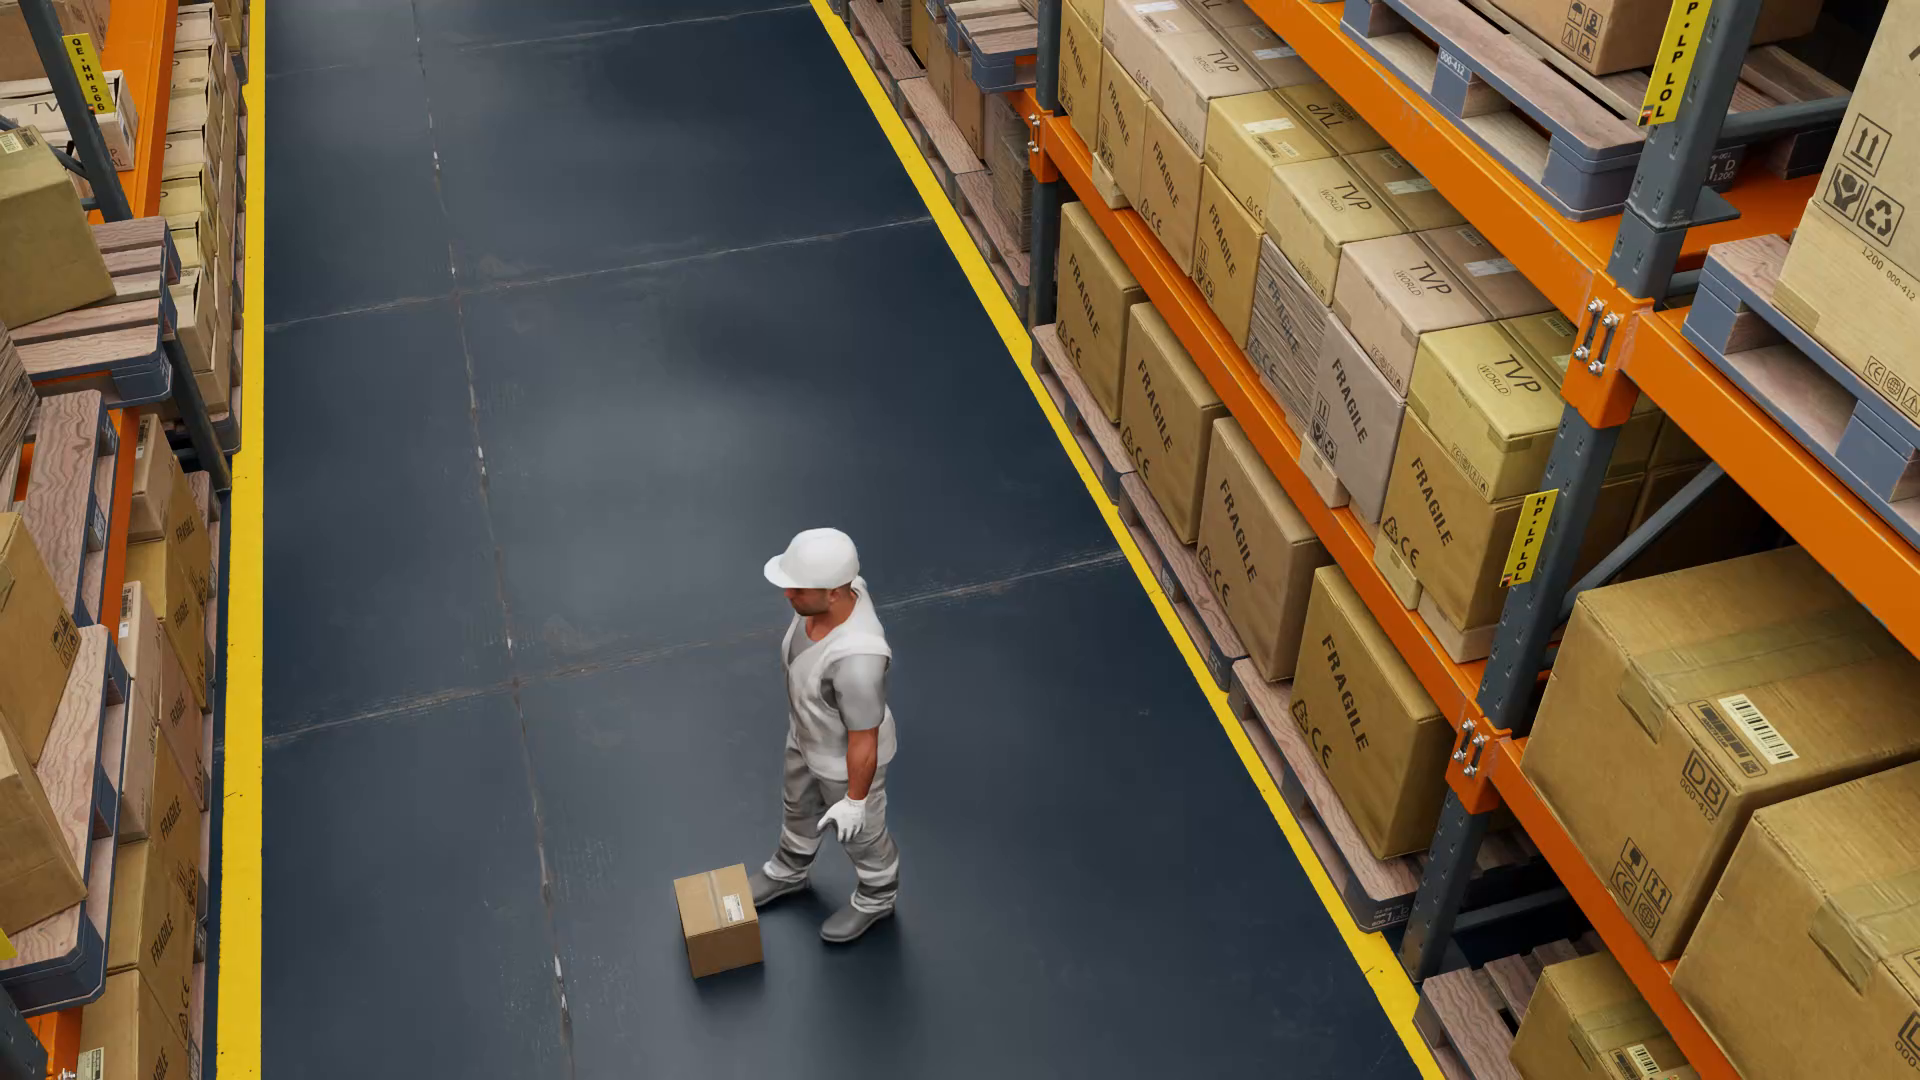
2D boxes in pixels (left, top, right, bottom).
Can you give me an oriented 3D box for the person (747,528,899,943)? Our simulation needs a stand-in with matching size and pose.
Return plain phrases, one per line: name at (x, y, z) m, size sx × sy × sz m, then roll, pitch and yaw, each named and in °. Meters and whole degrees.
person at (-0.495, 0.700, 5.344) m, size 0.584 × 1.787 × 0.588 m, roll -15°, pitch 44°, yaw -16°
